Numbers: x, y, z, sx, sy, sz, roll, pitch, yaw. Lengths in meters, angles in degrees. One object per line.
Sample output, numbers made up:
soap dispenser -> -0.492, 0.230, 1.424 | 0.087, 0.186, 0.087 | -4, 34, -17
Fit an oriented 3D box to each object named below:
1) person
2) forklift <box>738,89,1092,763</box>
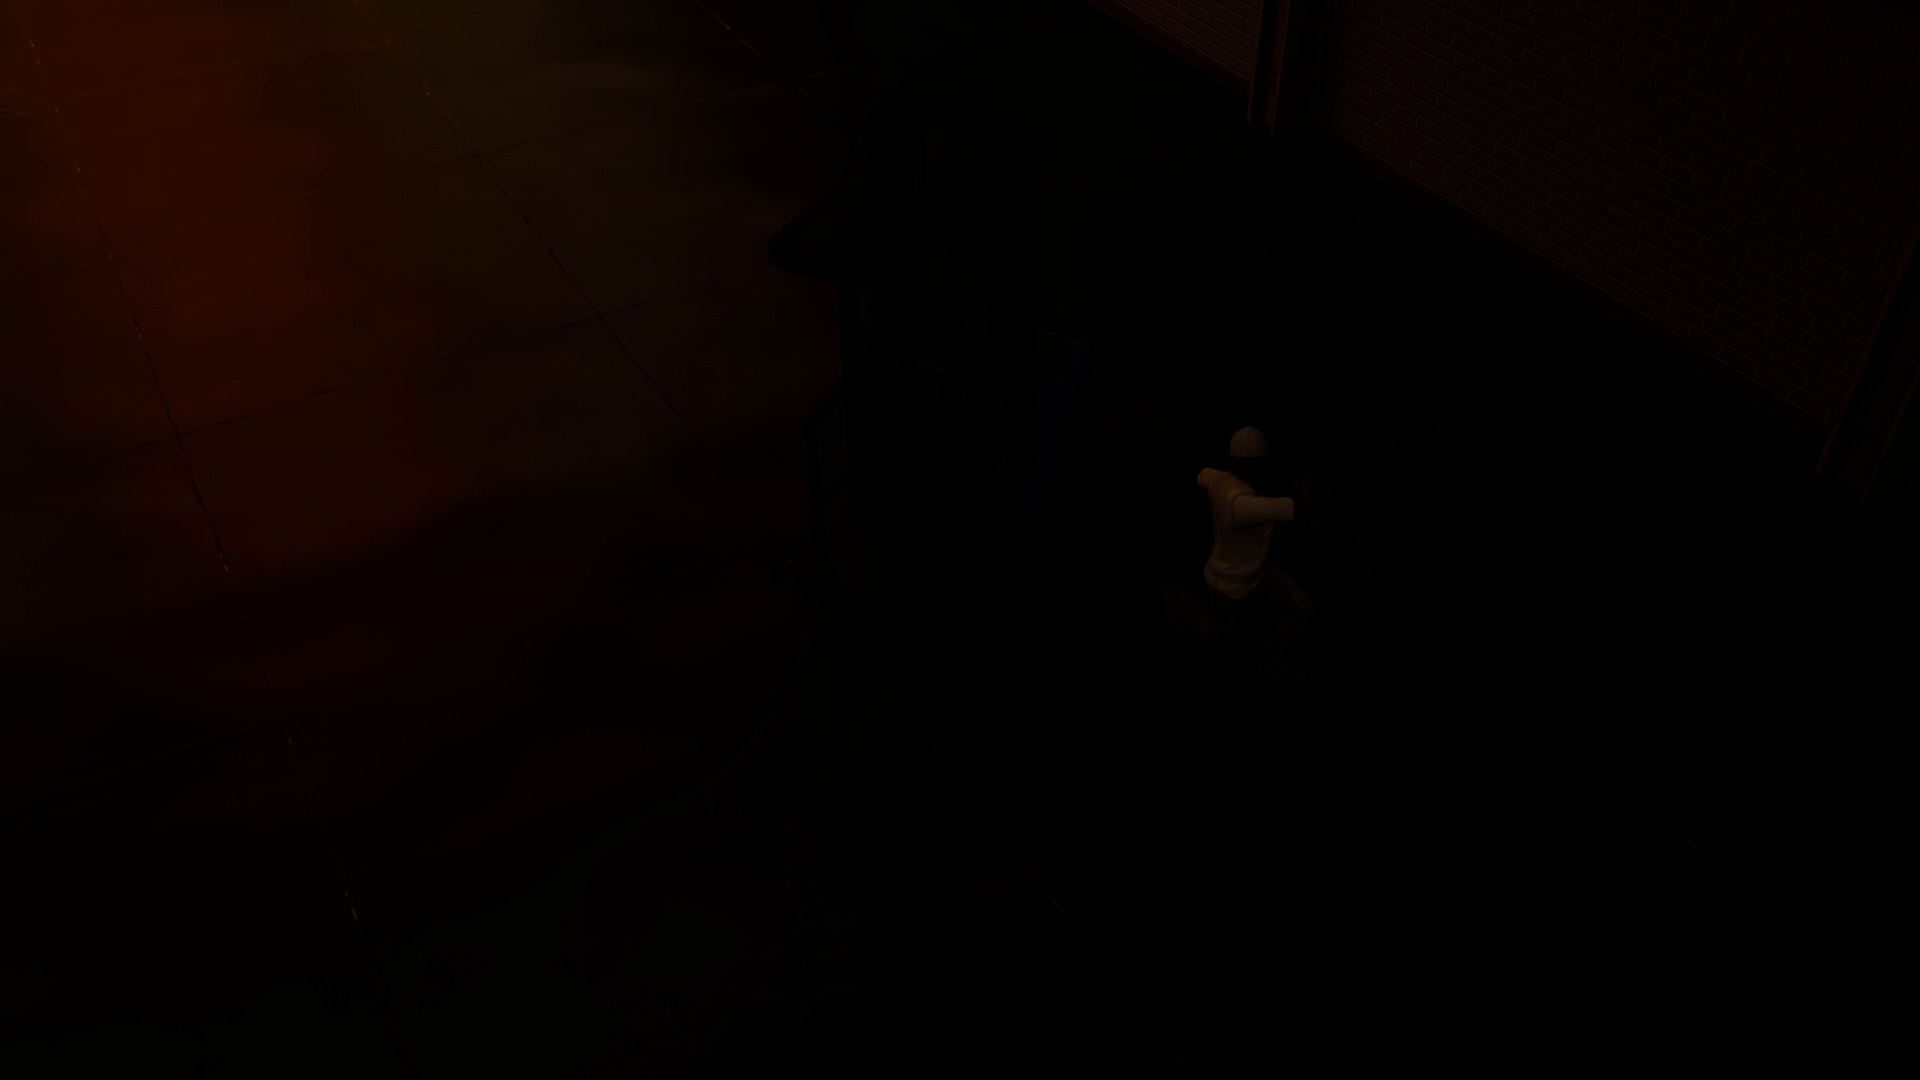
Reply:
person -> 1.614, -0.004, 9.198 | 0.973, 1.502, 0.839 | 20, 44, 22
forklift -> -0.250, -0.773, 8.968 | 1.130, 2.935, 3.031 | 16, 42, 19
